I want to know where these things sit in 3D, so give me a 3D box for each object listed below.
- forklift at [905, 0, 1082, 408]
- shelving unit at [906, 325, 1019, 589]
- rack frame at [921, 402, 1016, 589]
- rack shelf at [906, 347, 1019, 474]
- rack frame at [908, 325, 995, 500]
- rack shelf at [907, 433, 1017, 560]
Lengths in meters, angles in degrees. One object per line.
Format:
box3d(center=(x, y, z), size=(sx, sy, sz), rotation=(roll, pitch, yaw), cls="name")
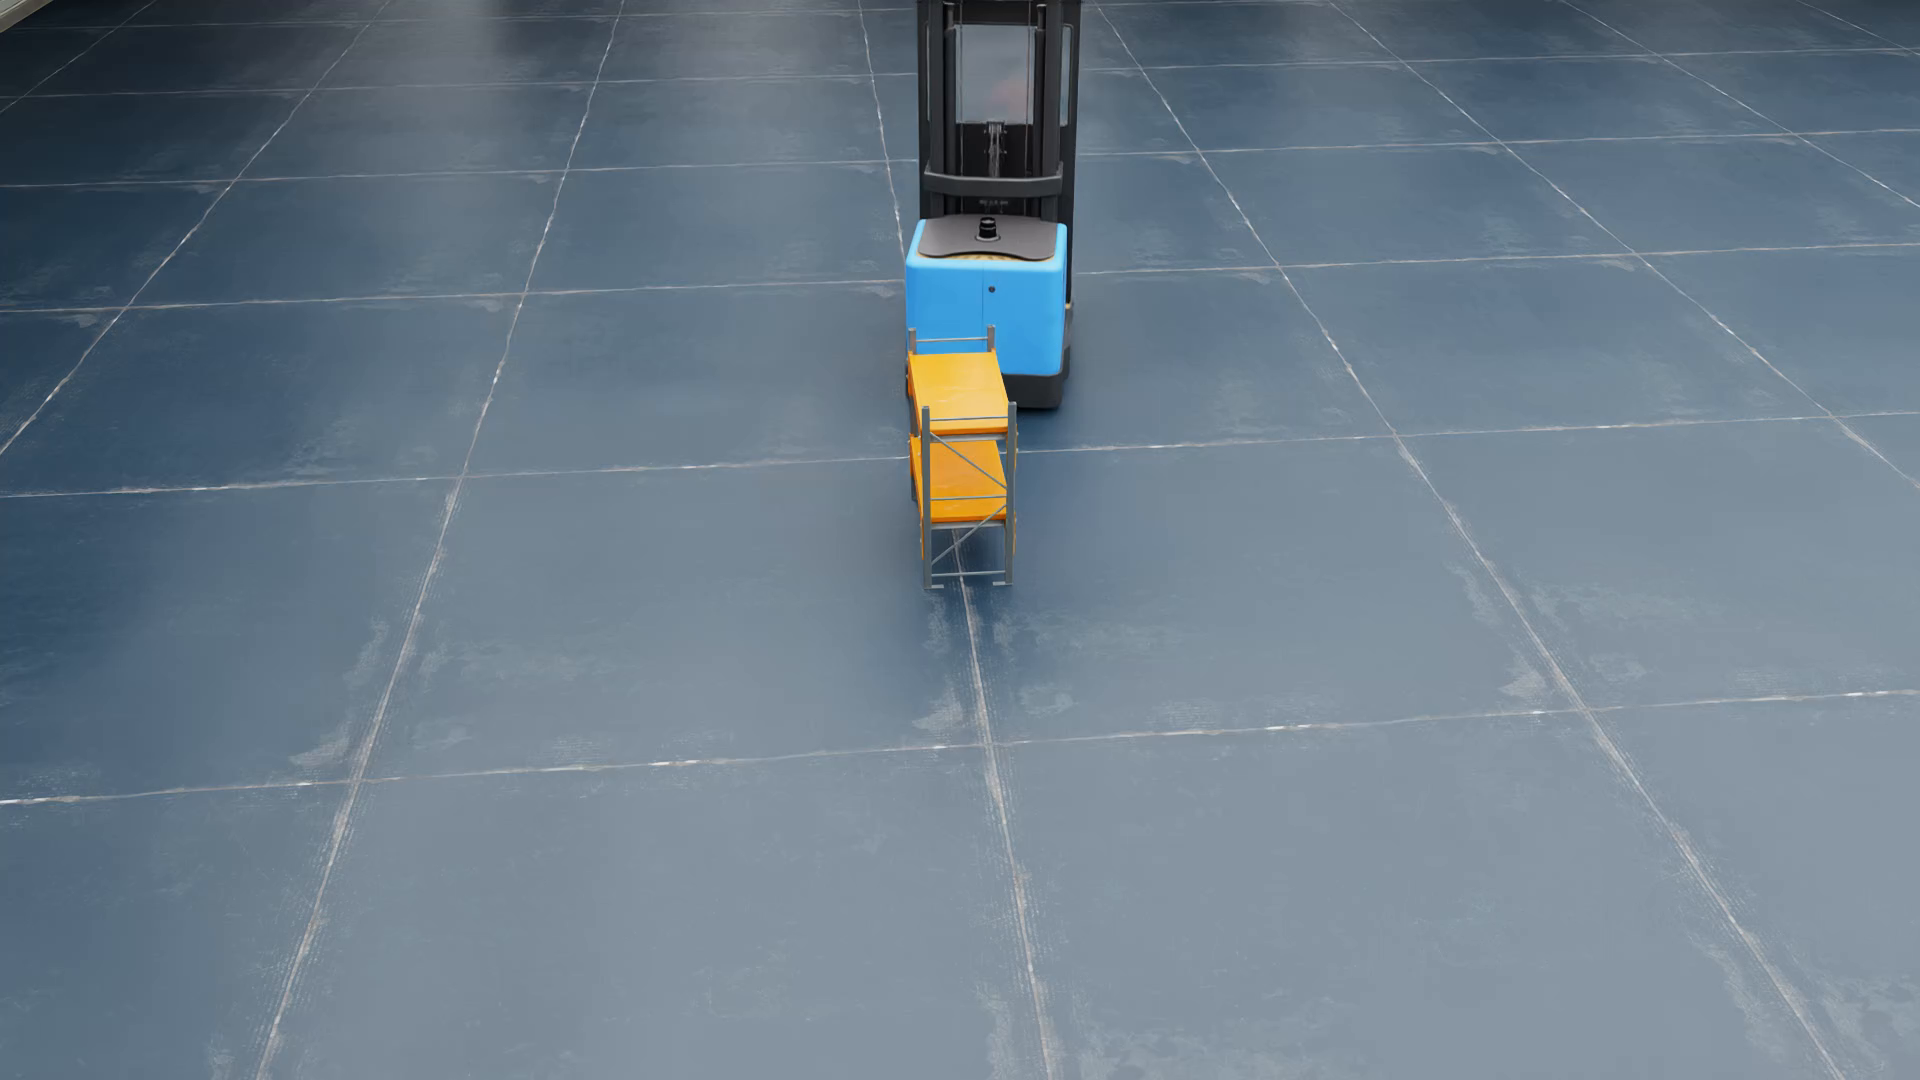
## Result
box3d(center=(0.281, -2.866, 11.690), size=(1.130, 2.935, 3.031), rotation=(3, 31, 4), cls="forklift")
box3d(center=(-0.001, -0.486, 9.467), size=(0.538, 1.125, 1.048), rotation=(-3, 31, -5), cls="shelving unit")
box3d(center=(0.047, -0.227, 9.033), size=(0.500, 1.125, 0.032), rotation=(-3, 31, -5), cls="rack frame")
box3d(center=(-0.001, -0.738, 9.317), size=(0.538, 0.278, 1.000), rotation=(-3, 31, -5), cls="rack shelf")
box3d(center=(-0.048, -0.746, 9.902), size=(0.500, 1.125, 0.032), rotation=(-3, 31, -5), cls="rack frame")
box3d(center=(-0.001, -0.276, 9.593), size=(0.538, 0.278, 1.000), rotation=(-3, 31, -5), cls="rack shelf")
